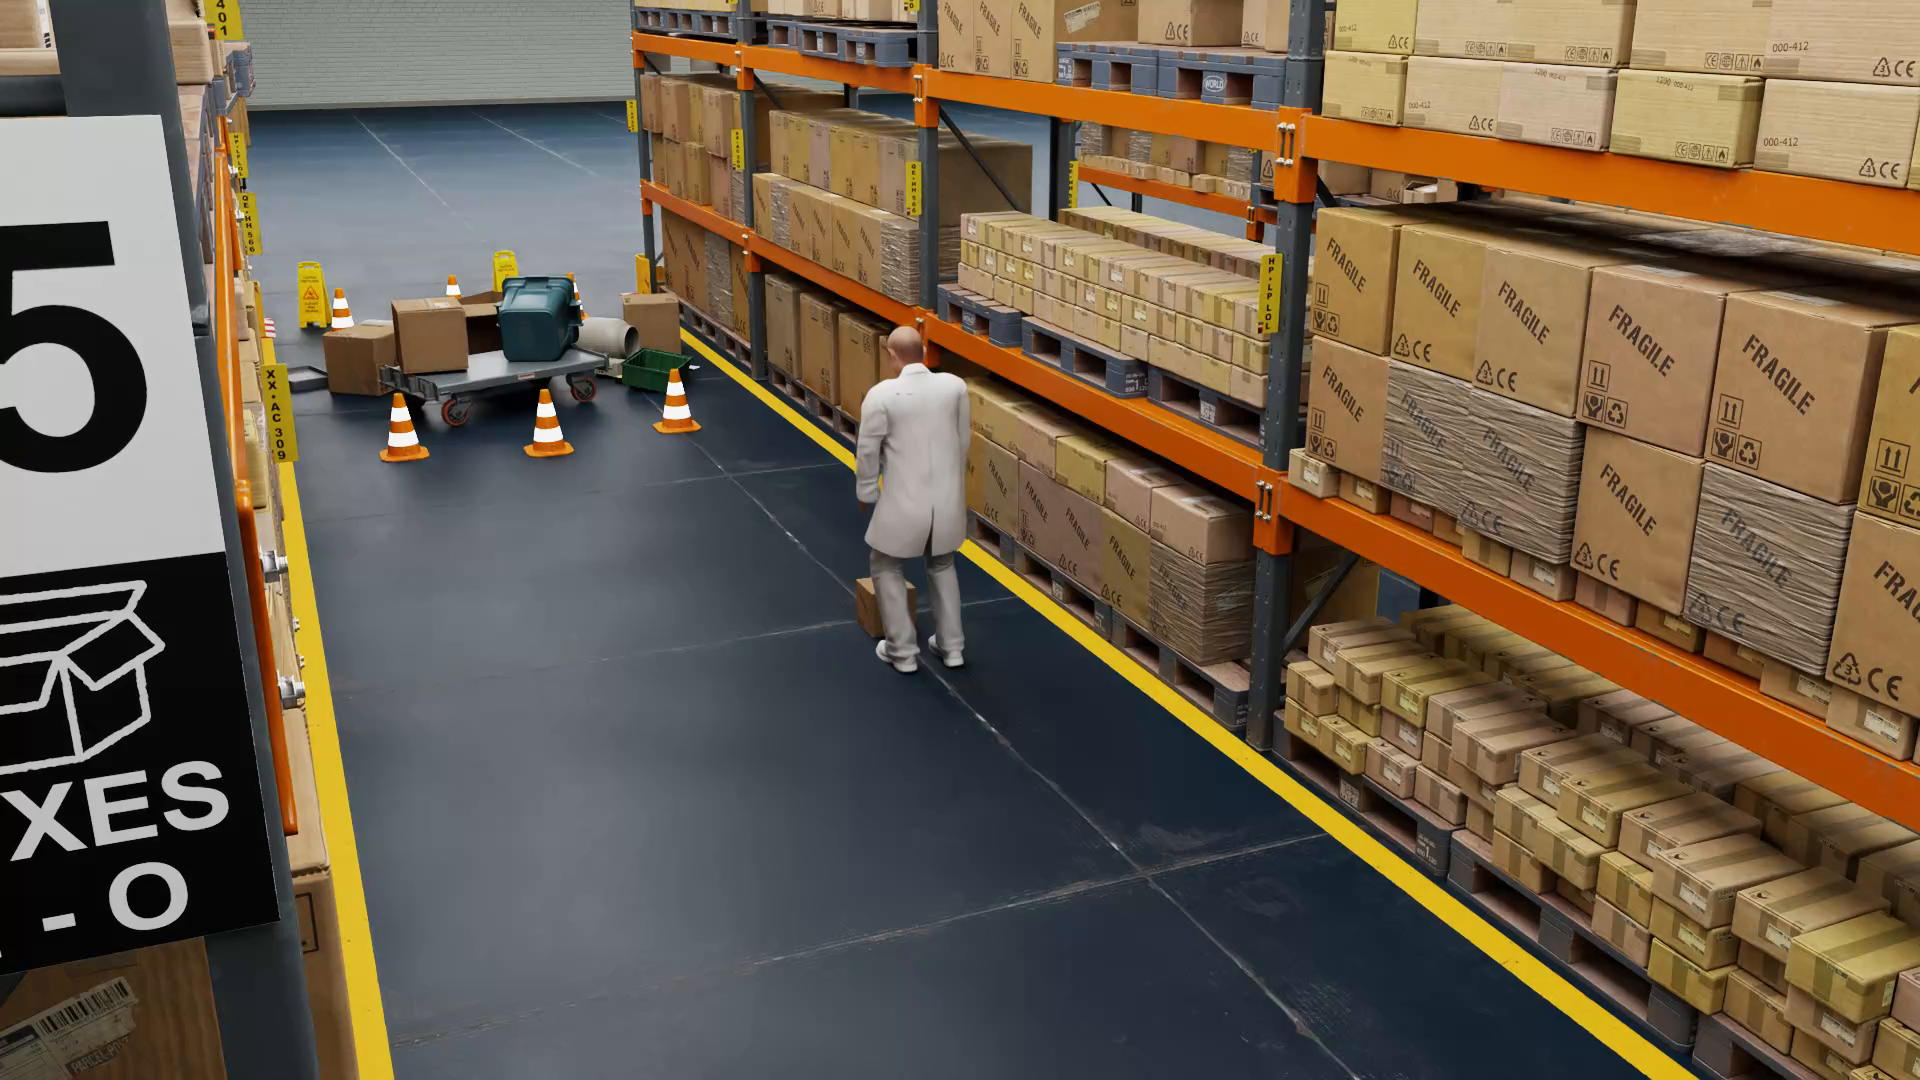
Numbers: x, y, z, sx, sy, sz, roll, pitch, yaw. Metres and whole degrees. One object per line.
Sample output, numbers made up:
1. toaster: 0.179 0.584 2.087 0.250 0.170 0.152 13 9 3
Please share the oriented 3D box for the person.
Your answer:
1. person: -0.231 -0.191 8.266 0.591 1.720 0.432 -7 20 -20
